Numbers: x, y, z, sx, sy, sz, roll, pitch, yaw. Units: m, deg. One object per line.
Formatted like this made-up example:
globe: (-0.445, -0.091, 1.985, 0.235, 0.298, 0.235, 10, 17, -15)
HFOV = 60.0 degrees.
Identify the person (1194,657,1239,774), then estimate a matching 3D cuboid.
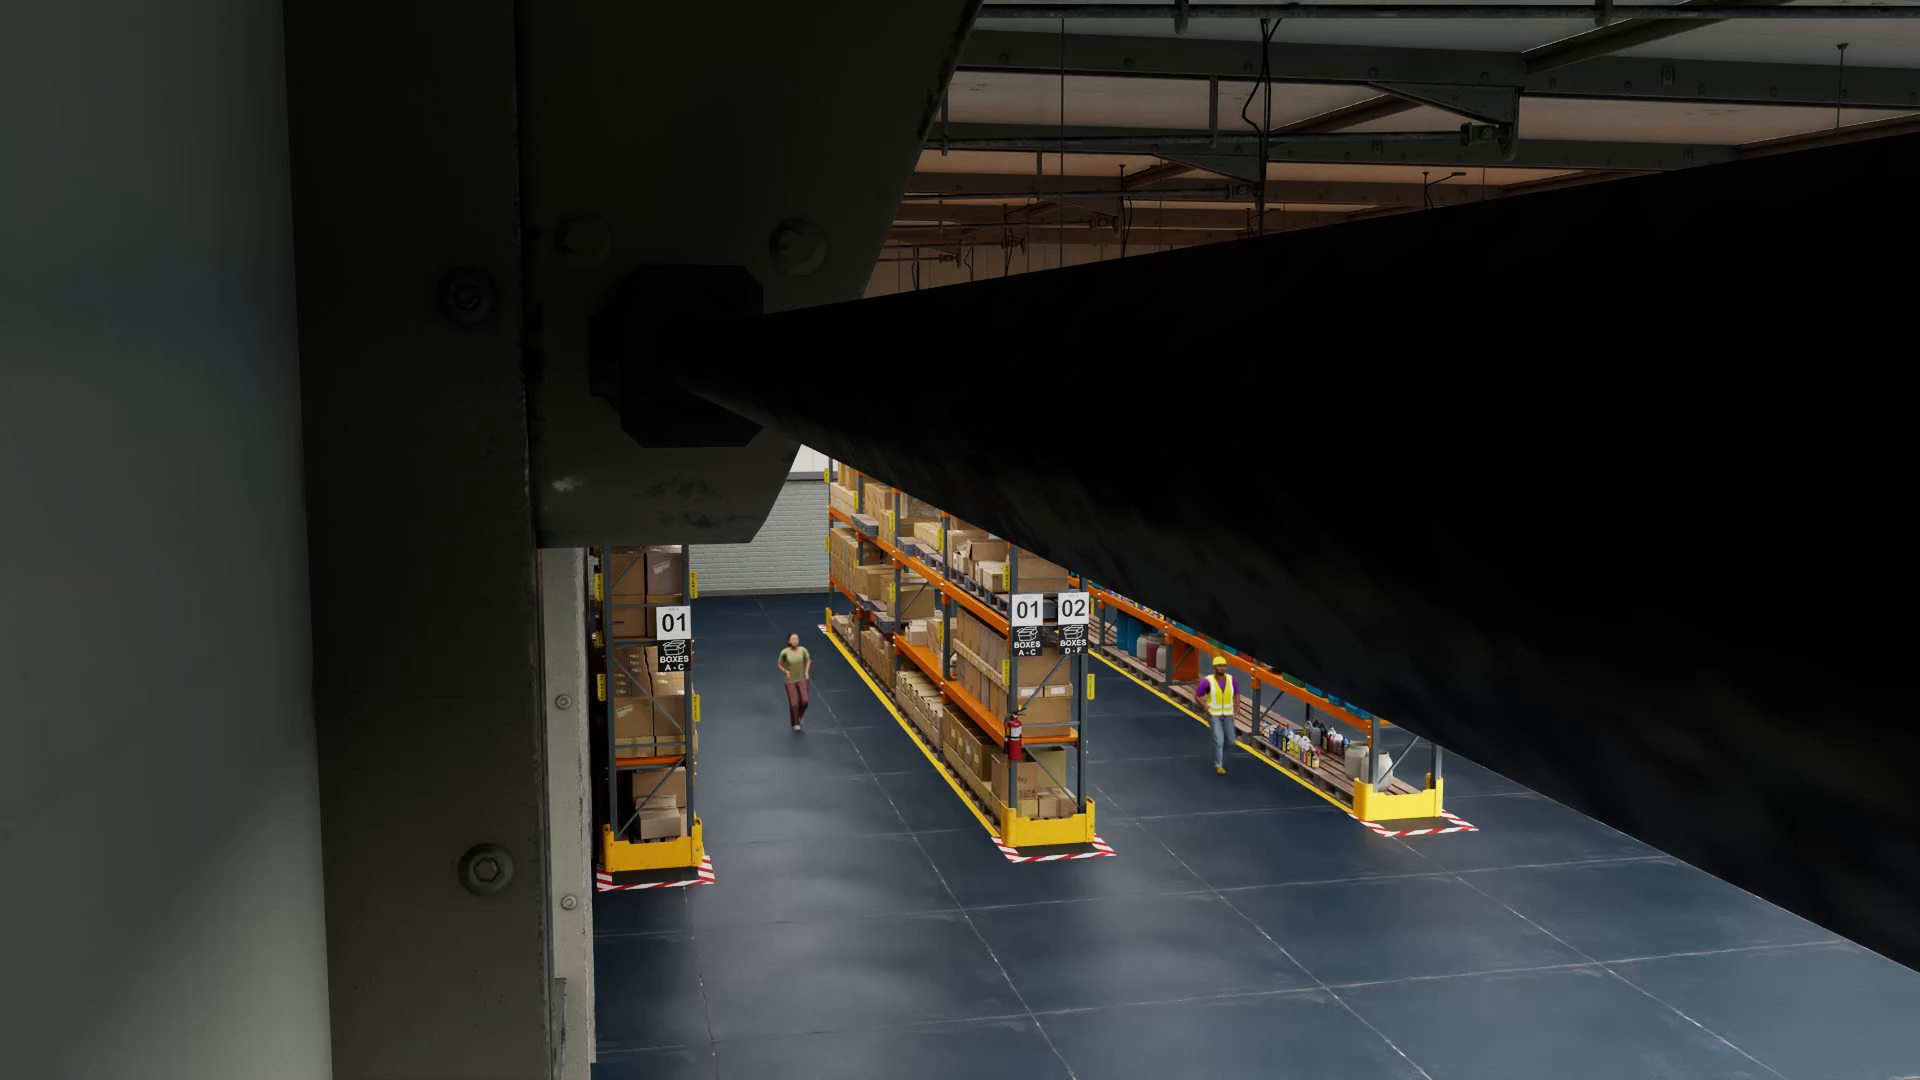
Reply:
person: (3.799, 2.561, 24.466, 0.698, 1.715, 0.610, -1, 7, -12)

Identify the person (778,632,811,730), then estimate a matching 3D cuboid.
person: (-2.666, 2.298, 26.985, 0.556, 1.626, 0.520, -2, 7, -16)
